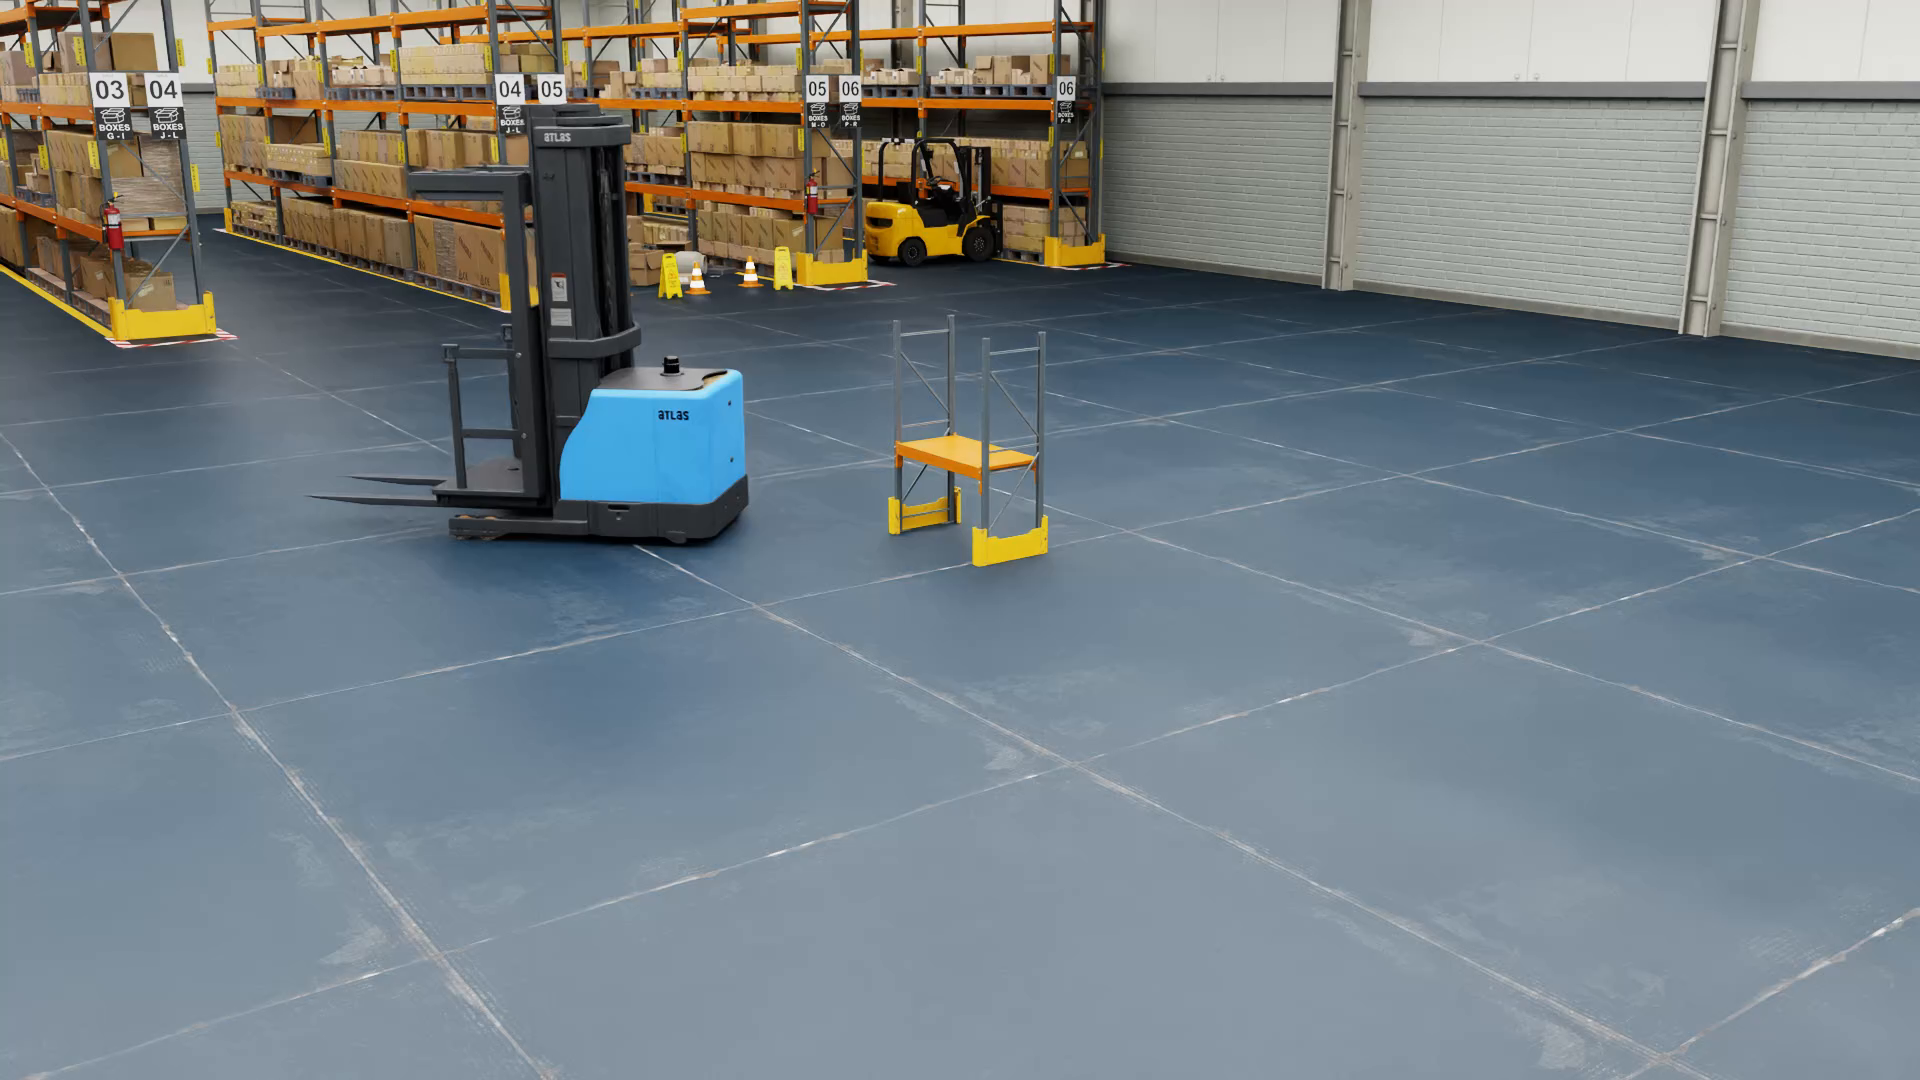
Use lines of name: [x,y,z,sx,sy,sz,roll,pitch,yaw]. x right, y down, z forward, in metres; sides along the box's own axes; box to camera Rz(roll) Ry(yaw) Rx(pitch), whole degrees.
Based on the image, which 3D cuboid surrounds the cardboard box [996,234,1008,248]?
cardboard box: [0.912,-5.478,30.321,0.500,0.250,0.500,-11,19,-34]

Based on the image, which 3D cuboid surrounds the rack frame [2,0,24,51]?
rack frame: [-17.069,-9.481,29.170,1.000,3.000,0.127,-11,19,-35]

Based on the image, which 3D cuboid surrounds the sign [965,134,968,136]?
sign: [0.111,-7.731,32.350,0.100,0.325,0.005,-11,19,-35]

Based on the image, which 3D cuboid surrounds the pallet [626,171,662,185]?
pallet: [-5.504,-6.763,30.965,1.003,0.211,1.213,-11,19,-35]

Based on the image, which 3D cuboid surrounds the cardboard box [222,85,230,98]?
cardboard box: [-14.986,-9.316,34.532,0.500,0.250,0.500,-10,18,-33]

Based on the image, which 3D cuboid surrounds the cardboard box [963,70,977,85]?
cardboard box: [0.290,-8.457,30.381,0.396,0.266,0.258,-11,19,-36]

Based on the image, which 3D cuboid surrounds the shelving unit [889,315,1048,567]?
shelving unit: [0.045,-0.707,11.319,0.587,1.500,1.083,-11,19,-35]

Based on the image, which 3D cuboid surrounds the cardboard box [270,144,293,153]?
cardboard box: [-12.969,-7.490,31.813,0.380,0.149,0.250,-10,18,-33]

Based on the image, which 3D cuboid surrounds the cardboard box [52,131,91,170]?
cardboard box: [-12.011,-5.311,22.651,0.500,0.500,0.500,-11,19,-35]

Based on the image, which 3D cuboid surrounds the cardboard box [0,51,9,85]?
cardboard box: [-14.354,-7.220,25.456,0.500,0.500,0.500,-11,19,-34]

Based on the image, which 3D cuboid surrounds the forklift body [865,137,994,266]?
forklift body: [-0.575,-6.047,29.595,2.313,2.155,1.214,-11,19,-35]

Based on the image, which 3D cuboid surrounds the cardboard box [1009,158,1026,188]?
cardboard box: [1.216,-6.559,29.670,0.500,0.500,0.500,-10,18,-33]

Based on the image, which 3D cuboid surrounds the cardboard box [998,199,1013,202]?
cardboard box: [0.706,-6.256,31.271,0.500,0.250,0.500,-11,19,-34]

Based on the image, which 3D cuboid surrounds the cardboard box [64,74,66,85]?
cardboard box: [-11.448,-6.006,21.686,0.380,0.149,0.250,-10,18,-33]

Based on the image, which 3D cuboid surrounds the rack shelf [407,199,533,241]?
rack shelf: [-7.118,-4.853,24.989,1.077,0.370,4.000,-11,19,-35]

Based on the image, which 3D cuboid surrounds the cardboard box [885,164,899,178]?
cardboard box: [-1.145,-7.290,32.812,0.500,0.250,0.500,-11,19,-35]

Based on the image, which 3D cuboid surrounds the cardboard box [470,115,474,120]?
cardboard box: [-10.670,-9.425,37.017,0.380,0.149,0.250,-11,19,-34]

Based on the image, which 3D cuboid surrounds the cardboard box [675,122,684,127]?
cardboard box: [-6.461,-9.725,39.725,0.500,0.500,0.500,-10,18,-33]

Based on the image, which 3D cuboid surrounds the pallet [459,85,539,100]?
pallet: [-6.387,-6.334,23.522,1.003,0.211,1.213,-11,19,-35]

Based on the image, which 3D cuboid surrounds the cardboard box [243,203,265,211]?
cardboard box: [-14.800,-6.986,34.895,0.380,0.149,0.250,-12,19,-37]

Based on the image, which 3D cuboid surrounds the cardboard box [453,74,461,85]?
cardboard box: [-7.011,-6.585,23.764,0.380,0.149,0.250,-11,19,-35]

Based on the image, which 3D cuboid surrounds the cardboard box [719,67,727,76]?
cardboard box: [-3.784,-7.795,27.659,0.380,0.149,0.250,-12,19,-36]

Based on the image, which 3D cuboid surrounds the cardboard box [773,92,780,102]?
cardboard box: [-2.735,-7.032,26.379,0.380,0.149,0.250,-10,18,-33]

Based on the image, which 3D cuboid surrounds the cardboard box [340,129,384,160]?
cardboard box: [-10.390,-6.915,29.074,0.700,0.500,0.500,-11,19,-35]

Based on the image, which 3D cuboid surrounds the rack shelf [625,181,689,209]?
rack shelf: [-5.525,-6.497,30.996,1.077,0.370,4.000,-11,19,-35]

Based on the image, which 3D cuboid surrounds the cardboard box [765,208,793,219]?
cardboard box: [-2.950,-5.313,27.068,0.380,0.149,0.250,-10,18,-33]

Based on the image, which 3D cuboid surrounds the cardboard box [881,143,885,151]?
cardboard box: [-1.350,-7.802,32.982,0.380,0.149,0.250,-11,19,-36]

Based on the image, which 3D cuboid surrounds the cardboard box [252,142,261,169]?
cardboard box: [-13.815,-7.698,33.266,0.500,0.500,0.500,-11,19,-36]

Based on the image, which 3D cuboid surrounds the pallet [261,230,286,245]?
pallet: [-13.421,-6.129,33.568,1.003,0.211,1.213,-11,19,-35]

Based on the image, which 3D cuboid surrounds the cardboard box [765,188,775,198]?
cardboard box: [-2.939,-5.634,26.954,0.380,0.149,0.250,-10,18,-34]

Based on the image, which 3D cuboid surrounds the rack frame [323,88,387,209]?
rack frame: [-10.646,-6.481,29.575,1.000,3.000,0.127,-11,19,-35]

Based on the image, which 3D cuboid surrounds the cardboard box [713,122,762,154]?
cardboard box: [-3.710,-6.740,27.872,0.700,0.500,0.500,-11,19,-36]

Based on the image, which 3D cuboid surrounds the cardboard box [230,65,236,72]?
cardboard box: [-14.650,-9.605,33.887,0.380,0.149,0.250,-10,18,-33]

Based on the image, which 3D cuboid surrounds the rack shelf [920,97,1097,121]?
rack shelf: [0.839,-7.861,30.297,1.077,0.370,4.000,-11,19,-35]

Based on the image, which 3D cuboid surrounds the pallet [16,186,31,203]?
pallet: [-14.212,-5.505,26.371,1.213,0.211,1.003,-11,19,-35]

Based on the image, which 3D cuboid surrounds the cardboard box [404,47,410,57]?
cardboard box: [-8.204,-7.403,25.242,0.380,0.149,0.250,-11,19,-35]

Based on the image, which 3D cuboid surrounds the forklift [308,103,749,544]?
forklift: [-3.116,-1.545,11.668,3.031,2.935,1.130,2,15,8]

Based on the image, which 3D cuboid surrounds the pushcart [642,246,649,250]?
pushcart: [-6.164,-4.788,28.355,0.936,0.377,1.648,10,18,33]

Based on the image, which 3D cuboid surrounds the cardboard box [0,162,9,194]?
cardboard box: [-15.804,-6.066,27.868,0.500,0.500,0.500,-12,19,-36]

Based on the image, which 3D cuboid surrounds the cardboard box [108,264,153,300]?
cardboard box: [-11.099,-3.417,22.317,0.500,0.500,0.500,-9,18,-29]

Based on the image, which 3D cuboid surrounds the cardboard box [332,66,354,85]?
cardboard box: [-10.398,-7.947,28.433,0.500,0.311,0.500,-11,19,-34]

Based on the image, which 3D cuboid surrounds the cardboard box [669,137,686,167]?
cardboard box: [-4.807,-6.875,29.463,0.500,0.500,0.500,-11,19,-36]

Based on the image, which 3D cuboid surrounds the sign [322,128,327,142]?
sign: [-12.551,-7.981,32.861,0.100,0.325,0.005,-11,19,-35]

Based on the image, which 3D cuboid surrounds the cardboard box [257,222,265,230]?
cardboard box: [-14.113,-6.415,33.937,0.380,0.149,0.250,-11,19,-35]

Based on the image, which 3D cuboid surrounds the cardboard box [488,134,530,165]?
cardboard box: [-6.129,-5.452,23.483,0.875,0.550,0.550,-11,19,-35]

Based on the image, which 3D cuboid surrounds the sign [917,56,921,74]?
sign: [-0.770,-8.950,31.337,0.100,0.325,0.005,-11,19,-35]

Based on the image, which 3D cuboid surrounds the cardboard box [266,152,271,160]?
cardboard box: [-13.138,-7.405,32.066,0.380,0.149,0.250,-11,18,-34]

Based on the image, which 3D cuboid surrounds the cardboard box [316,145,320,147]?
cardboard box: [-11.999,-7.427,31.582,0.380,0.149,0.250,-12,19,-36]

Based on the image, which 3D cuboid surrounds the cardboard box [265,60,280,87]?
cardboard box: [-12.864,-8.935,31.873,0.700,0.500,0.500,-11,19,-34]

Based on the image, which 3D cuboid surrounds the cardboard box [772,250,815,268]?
cardboard box: [-2.705,-4.575,27.024,0.500,0.250,0.500,-11,19,-35]

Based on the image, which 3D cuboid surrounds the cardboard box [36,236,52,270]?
cardboard box: [-14.307,-4.600,26.602,0.700,0.500,0.500,-12,19,-37]

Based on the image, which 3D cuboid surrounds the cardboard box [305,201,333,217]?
cardboard box: [-11.852,-6.163,30.929,0.500,0.250,0.500,-10,18,-33]

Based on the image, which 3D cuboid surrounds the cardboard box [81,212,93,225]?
cardboard box: [-11.315,-4.237,21.849,0.380,0.149,0.250,-11,19,-35]

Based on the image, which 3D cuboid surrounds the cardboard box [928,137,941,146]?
cardboard box: [-0.389,-7.579,31.603,0.380,0.149,0.250,-10,18,-33]

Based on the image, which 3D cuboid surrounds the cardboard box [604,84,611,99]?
cardboard box: [-6.504,-8.505,31.542,0.396,0.266,0.258,-11,19,-35]
